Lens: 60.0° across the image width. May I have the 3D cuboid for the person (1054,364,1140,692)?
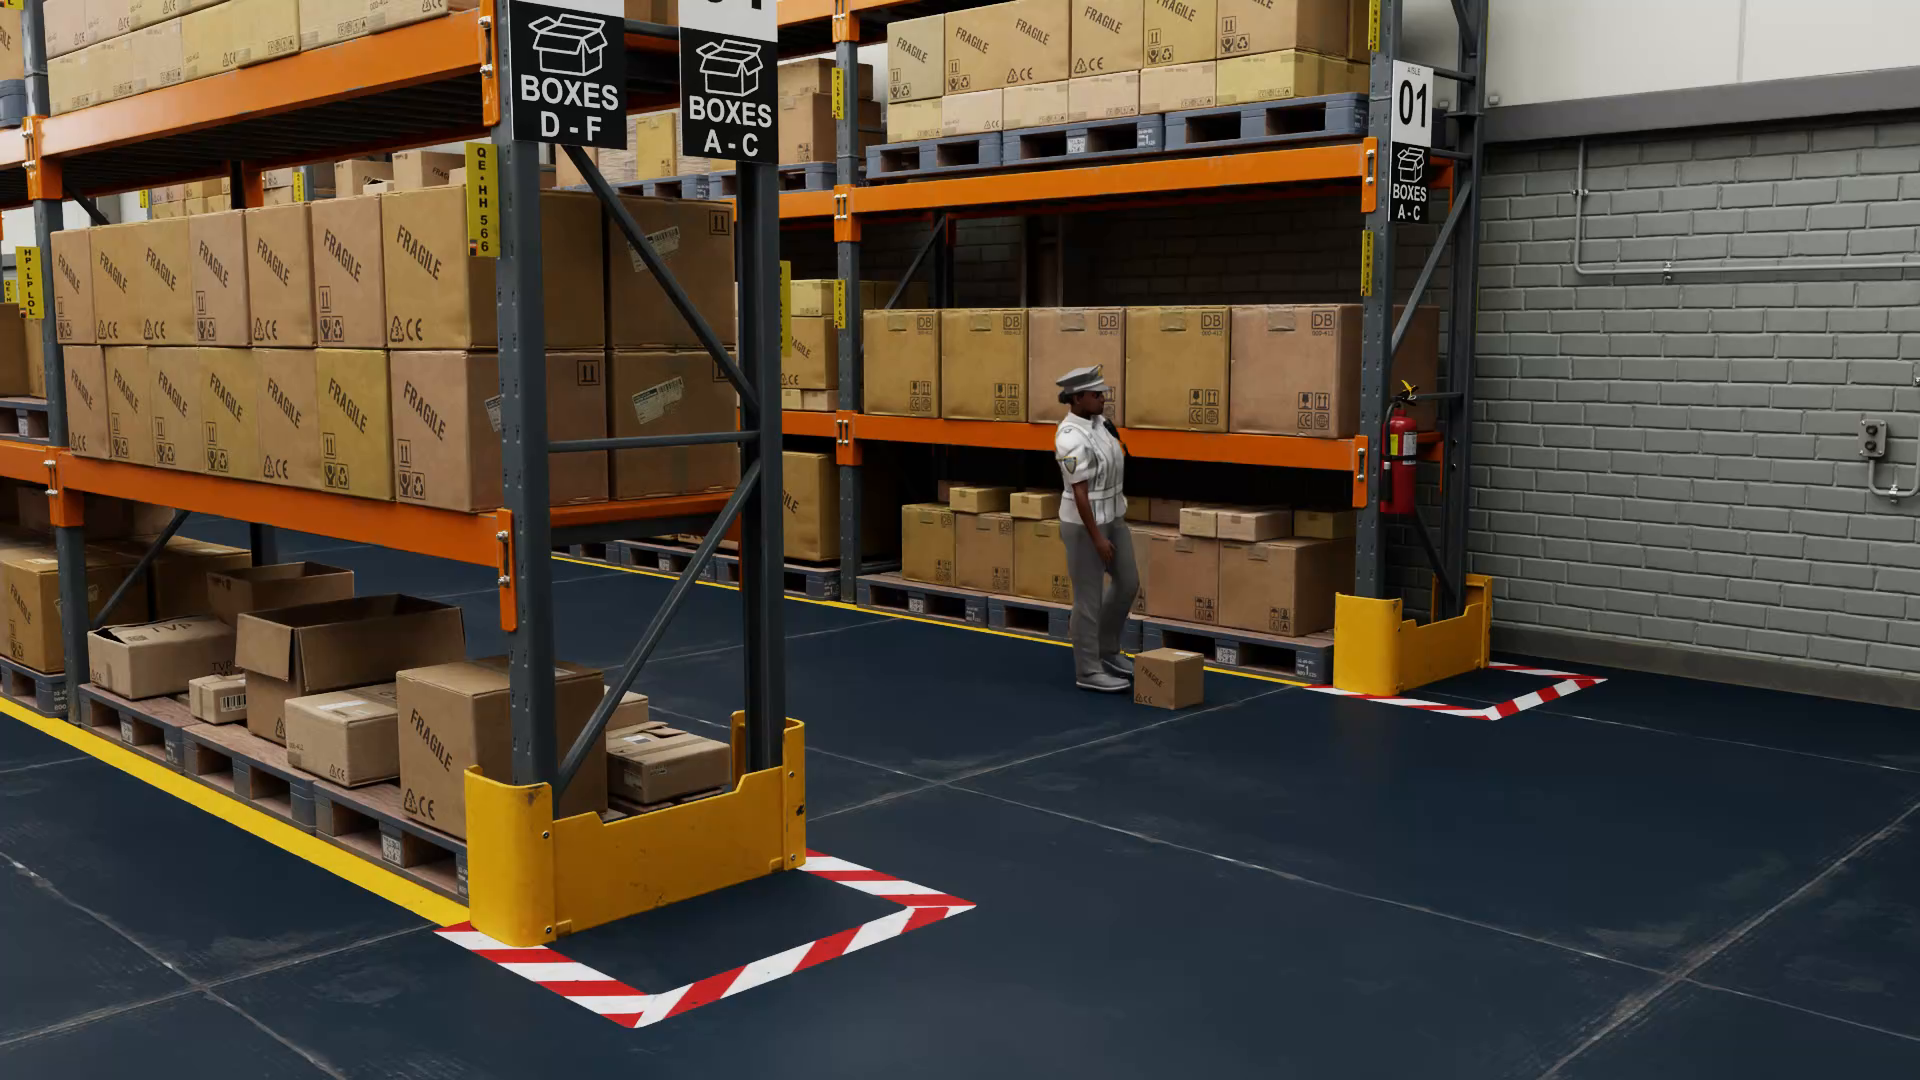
[{"bbox_3d":[0.747,-0.072,8.636,0.402,1.680,0.665,5,9,35],"label":"person"}]
